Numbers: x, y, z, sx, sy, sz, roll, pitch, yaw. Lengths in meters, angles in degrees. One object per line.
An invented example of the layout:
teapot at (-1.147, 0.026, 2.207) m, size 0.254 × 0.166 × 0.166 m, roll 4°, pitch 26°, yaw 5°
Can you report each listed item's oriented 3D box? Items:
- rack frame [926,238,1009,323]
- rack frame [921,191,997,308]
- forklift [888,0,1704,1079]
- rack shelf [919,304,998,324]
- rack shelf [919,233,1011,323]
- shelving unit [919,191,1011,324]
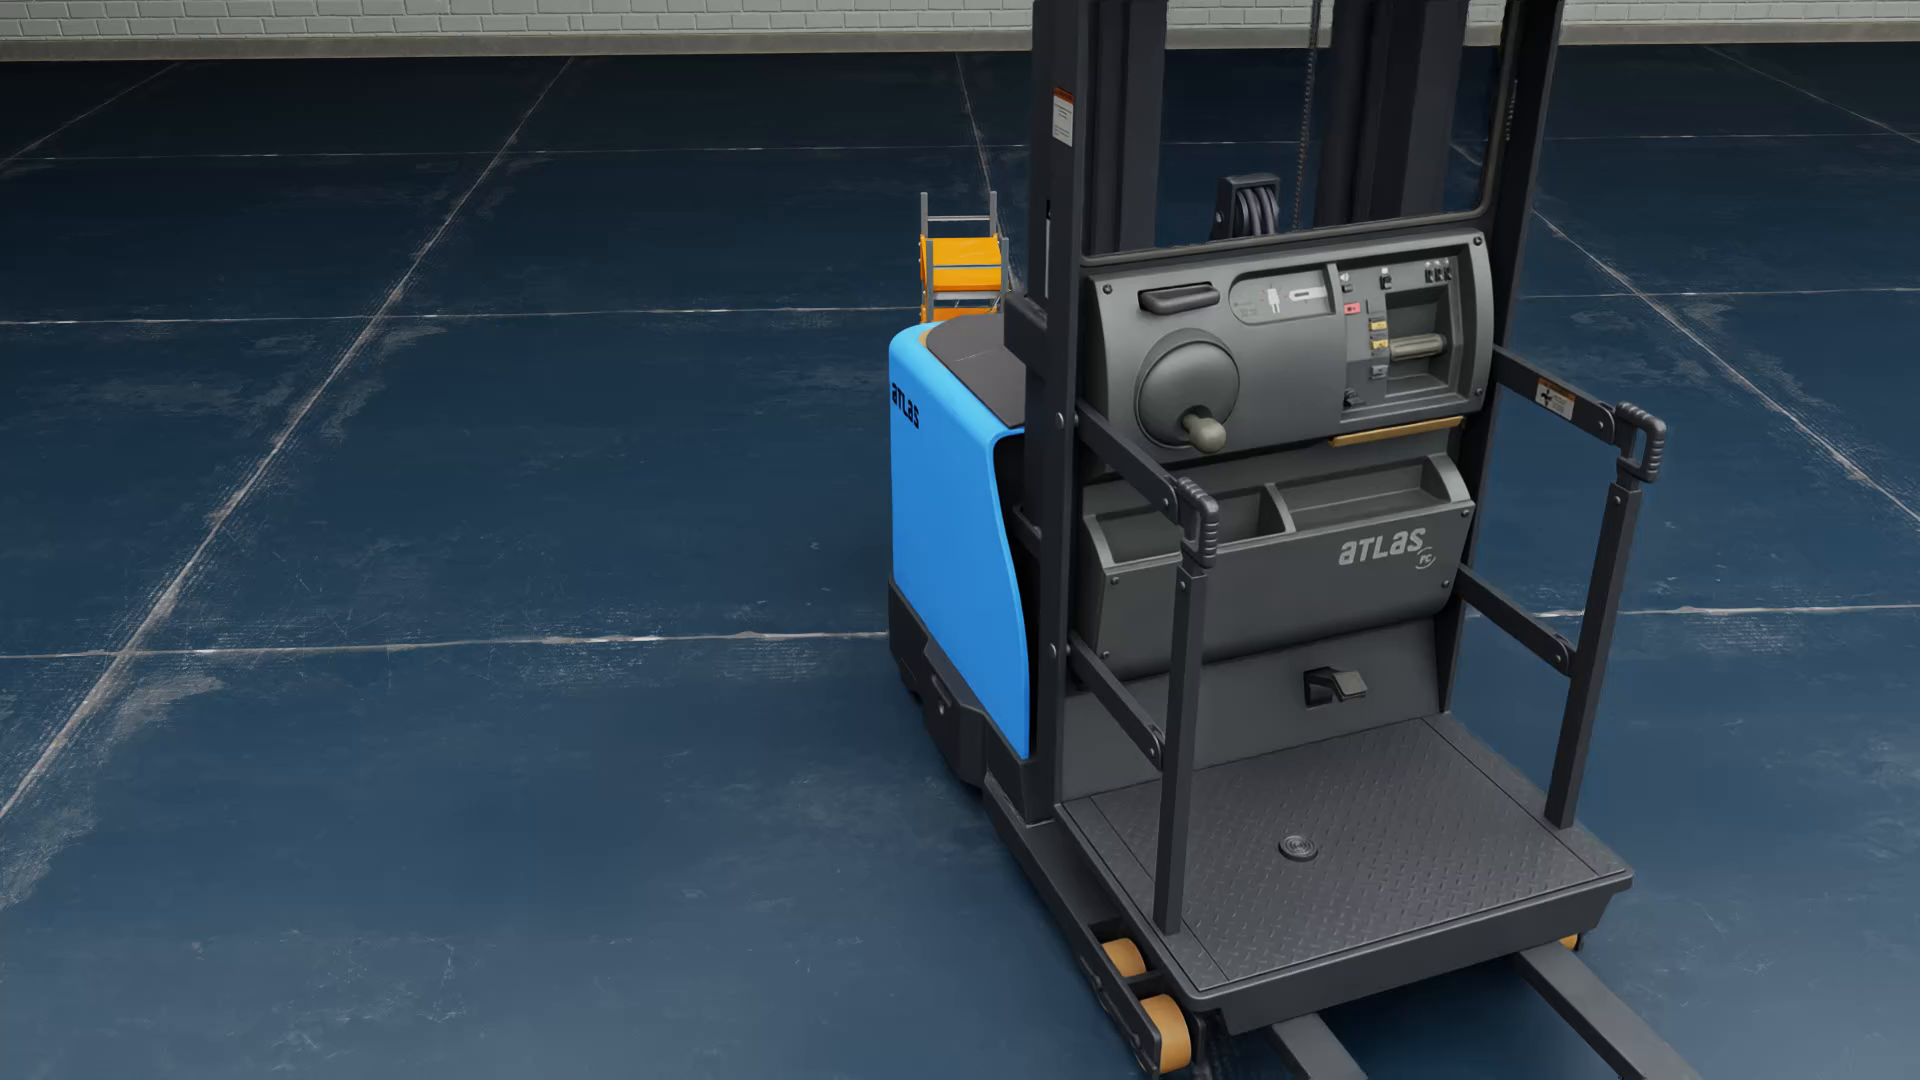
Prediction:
rack frame at (0.021, -0.343, 5.110) m, size 0.240 × 1.200 × 0.015 m, roll -1°, pitch 28°, yaw -3°
rack frame at (-0.004, -0.568, 5.542) m, size 0.240 × 1.200 × 0.015 m, roll -1°, pitch 28°, yaw -3°
forklift at (0.792, -0.377, 3.302) m, size 1.130 × 2.935 × 3.031 m, roll -10°, pitch 29°, yaw -19°
rack shelf at (0.009, -0.594, 5.254) m, size 0.258 × 0.148 × 0.480 m, roll -1°, pitch 28°, yaw -3°
rack shelf at (0.009, -0.804, 5.144) m, size 0.258 × 0.148 × 0.480 m, roll -1°, pitch 28°, yaw -3°
shelving unit at (0.009, -0.456, 5.326) m, size 0.258 × 1.200 × 0.503 m, roll -1°, pitch 28°, yaw -3°
